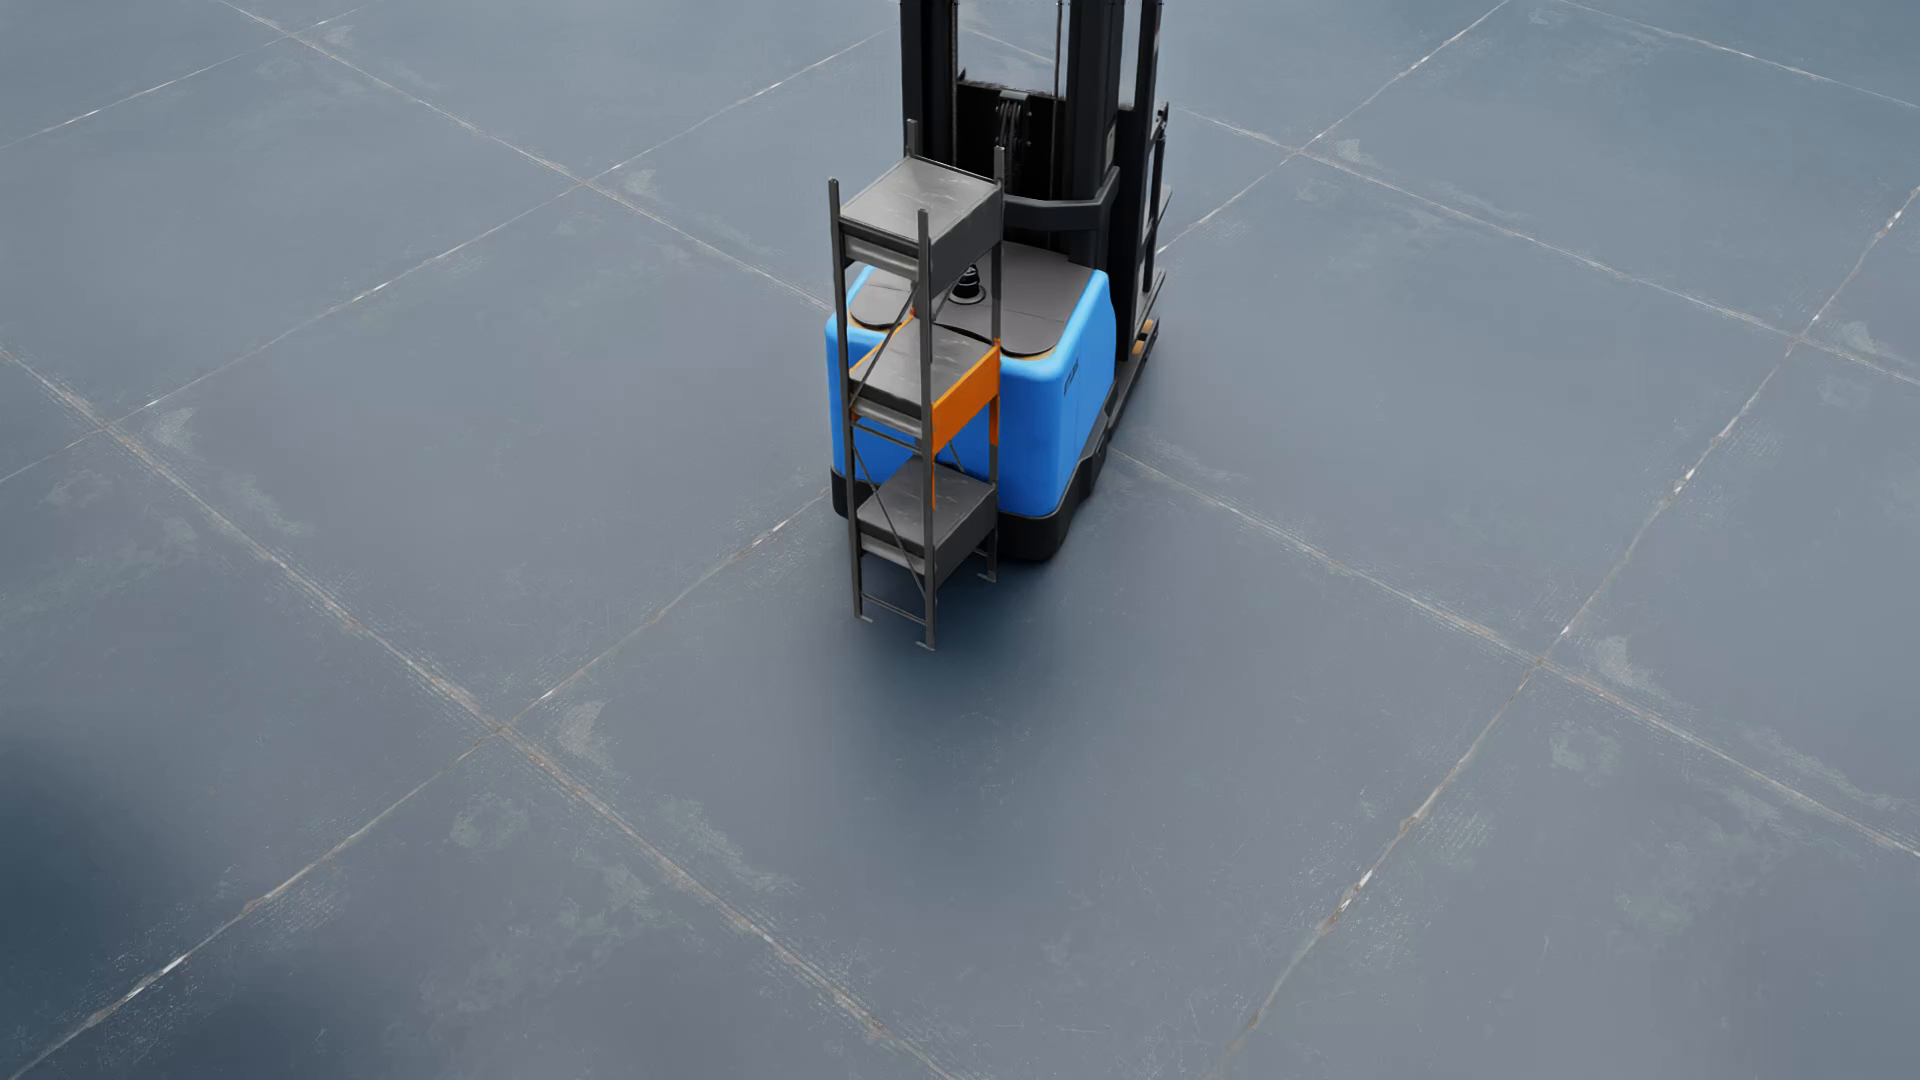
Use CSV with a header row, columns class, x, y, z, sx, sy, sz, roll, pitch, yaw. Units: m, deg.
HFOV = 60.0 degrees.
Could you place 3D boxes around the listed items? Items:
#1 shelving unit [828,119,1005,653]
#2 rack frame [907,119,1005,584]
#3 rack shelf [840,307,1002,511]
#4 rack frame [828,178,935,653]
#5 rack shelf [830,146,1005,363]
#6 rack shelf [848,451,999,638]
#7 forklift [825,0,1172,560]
class,x,y,z,sx,sy,sz,roll,pitch,yaw
shelving unit,-0.147,-0.523,6.446,0.431,2.100,0.503,23,47,23
rack frame,-0.017,-0.661,6.599,0.400,2.100,0.015,23,47,23
rack shelf,-0.147,-0.512,6.455,0.431,0.518,0.480,23,47,23
rack frame,-0.277,-0.384,6.293,0.400,2.100,0.015,23,47,23
rack shelf,-0.147,-1.030,5.984,0.431,0.518,0.480,23,47,23
rack shelf,-0.147,0.005,6.926,0.431,0.518,0.480,23,47,23
forklift,0.378,-2.002,7.455,1.130,2.935,3.031,13,44,14
